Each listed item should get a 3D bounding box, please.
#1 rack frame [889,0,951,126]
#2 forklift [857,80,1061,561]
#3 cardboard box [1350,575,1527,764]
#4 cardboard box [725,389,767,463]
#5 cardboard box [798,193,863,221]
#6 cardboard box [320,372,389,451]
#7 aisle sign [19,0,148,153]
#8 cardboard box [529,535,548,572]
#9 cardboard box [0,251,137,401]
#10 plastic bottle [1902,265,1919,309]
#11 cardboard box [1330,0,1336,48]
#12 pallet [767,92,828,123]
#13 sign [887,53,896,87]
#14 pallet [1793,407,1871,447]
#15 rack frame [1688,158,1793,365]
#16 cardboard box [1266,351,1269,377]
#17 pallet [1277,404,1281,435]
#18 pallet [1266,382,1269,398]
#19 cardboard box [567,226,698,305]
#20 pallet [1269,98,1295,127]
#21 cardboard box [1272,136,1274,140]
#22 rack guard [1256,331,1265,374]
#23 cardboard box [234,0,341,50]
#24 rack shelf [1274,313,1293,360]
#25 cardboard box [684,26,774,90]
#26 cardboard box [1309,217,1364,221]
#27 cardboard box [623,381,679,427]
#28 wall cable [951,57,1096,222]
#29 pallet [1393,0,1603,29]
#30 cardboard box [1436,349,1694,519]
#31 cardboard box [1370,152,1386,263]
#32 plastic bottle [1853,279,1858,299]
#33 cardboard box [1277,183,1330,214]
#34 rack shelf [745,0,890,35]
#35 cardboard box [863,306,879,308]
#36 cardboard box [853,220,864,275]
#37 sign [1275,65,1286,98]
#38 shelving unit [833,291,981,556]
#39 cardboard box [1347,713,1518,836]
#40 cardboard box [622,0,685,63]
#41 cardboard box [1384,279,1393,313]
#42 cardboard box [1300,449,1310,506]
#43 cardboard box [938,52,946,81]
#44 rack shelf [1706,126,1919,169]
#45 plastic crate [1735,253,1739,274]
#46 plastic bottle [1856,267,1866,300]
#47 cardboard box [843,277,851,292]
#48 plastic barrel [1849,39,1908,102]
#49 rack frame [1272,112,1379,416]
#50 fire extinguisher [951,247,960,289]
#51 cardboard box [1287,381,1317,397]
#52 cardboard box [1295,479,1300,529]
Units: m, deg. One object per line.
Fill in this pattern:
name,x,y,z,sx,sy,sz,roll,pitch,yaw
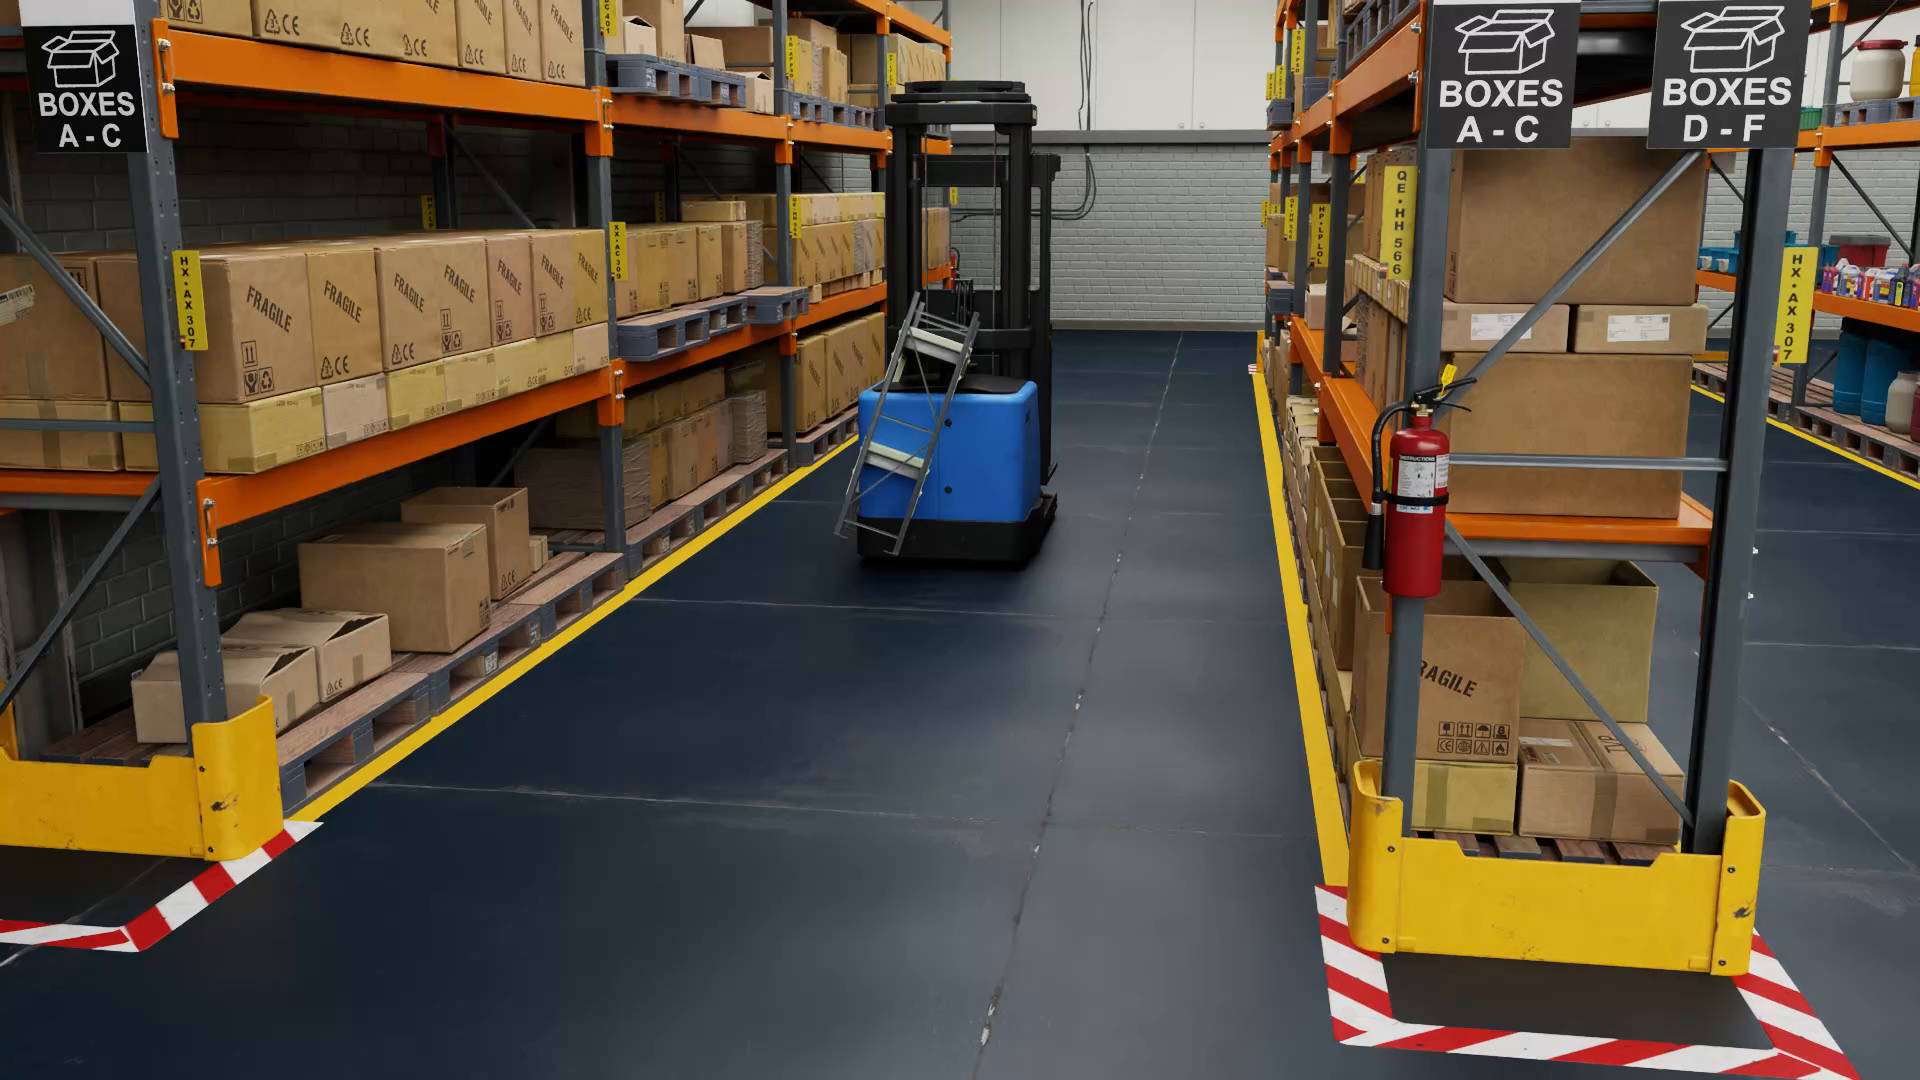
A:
rack frame,-0.616,-6.647,20.475,1.000,3.000,0.127,2,12,9
forklift,0.092,-1.564,11.294,1.130,2.935,3.031,2,12,8
cardboard box,1.607,0.427,5.640,0.500,0.500,0.500,2,12,9
cardboard box,-1.906,-0.890,12.893,0.700,0.500,0.500,2,12,9
cardboard box,-1.217,-3.134,15.646,0.500,0.250,0.500,2,12,10
cardboard box,-2.622,-0.520,6.593,0.500,0.250,0.500,1,12,7
aisle sign,-2.791,-1.630,5.264,0.394,0.787,0.004,2,12,9
cardboard box,-2.514,0.066,9.247,0.380,0.166,0.250,0,12,1
cardboard box,-3.214,-0.791,6.074,0.500,0.500,0.500,2,12,8
plastic bottle,7.825,-2.071,13.602,0.144,0.351,0.185,2,12,9
cardboard box,3.201,-4.090,13.120,0.500,0.500,0.500,2,12,9
pallet,-1.800,-3.558,13.714,1.213,0.211,1.003,2,12,11
sign,-0.694,-4.739,16.768,0.100,0.325,0.005,2,12,9
pallet,8.398,-1.038,15.309,1.003,0.211,1.213,2,12,9
rack frame,9.173,-3.393,19.618,1.000,3.000,0.127,2,12,9
cardboard box,3.587,-1.906,18.057,0.500,0.311,0.500,2,12,9
pallet,3.576,-1.188,16.005,1.003,0.211,1.213,2,12,9
pallet,3.956,-1.756,18.641,1.003,0.211,1.213,2,12,9
cardboard box,-2.186,-1.839,11.125,0.700,0.500,0.500,4,13,16
pallet,3.338,-3.747,14.585,1.213,0.211,1.003,2,12,9
cardboard box,3.949,-4.849,19.608,0.500,0.250,0.500,2,12,9
rack guard,4.268,-2.317,20.556,1.175,0.500,0.348,2,12,9
cardboard box,-2.660,-2.081,6.123,0.500,0.500,0.500,3,12,12
rack shelf,3.356,-1.954,14.646,1.077,0.370,4.000,2,12,9
cardboard box,-1.830,-3.880,13.475,0.700,0.500,0.500,1,12,4
cardboard box,3.453,-2.606,14.732,0.700,0.500,0.500,-1,12,-6
cardboard box,-2.224,-0.930,11.297,0.500,0.250,0.500,2,12,7
wall cable,0.607,-6.295,26.212,3.097,2.526,0.112,2,12,9
pallet,1.953,-1.793,5.284,1.003,0.211,1.213,2,12,9
cardboard box,1.903,-0.369,5.350,0.700,0.500,0.500,2,12,9
cardboard box,2.295,-1.542,7.710,0.700,0.500,0.500,2,12,9
plastic bottle,7.979,-2.239,14.736,0.097,0.201,0.097,0,12,0
cardboard box,3.486,-3.373,16.914,0.500,0.500,0.500,2,12,9
rack shelf,-1.539,-4.851,14.798,1.077,0.370,4.000,2,12,9
cardboard box,-0.958,-2.687,19.741,0.380,0.149,0.250,2,12,9
cardboard box,-1.208,-2.770,15.738,0.500,0.500,0.500,2,12,9
sign,3.127,-4.457,16.206,0.100,0.325,0.005,2,12,9
shelving unit,-0.308,-0.700,10.107,0.431,1.500,0.755,19,4,0
cardboard box,1.609,0.794,5.719,0.500,0.250,0.500,2,12,9
cardboard box,-2.109,-3.305,10.853,0.500,0.500,0.500,1,12,7
cardboard box,1.925,-0.998,6.729,0.380,0.149,0.250,2,12,8
cardboard box,2.287,-0.394,9.899,0.500,0.311,0.500,2,12,10
cardboard box,-0.459,-5.567,19.925,0.500,0.500,0.500,2,12,8
rack shelf,8.866,-4.091,17.446,1.077,0.370,4.000,2,12,9
plastic crate,8.561,-2.963,17.878,0.416,0.233,0.300,2,12,9
plastic bottle,7.943,-2.256,14.618,0.061,0.283,0.133,2,12,9
cardboard box,-1.242,-2.426,15.678,0.380,0.149,0.250,2,12,7
plastic barrel,8.229,-4.197,14.909,0.433,0.535,0.433,0,12,0
rack frame,3.664,-2.722,16.502,1.000,3.000,0.127,2,12,9
fire extinguisher,-0.137,-3.510,21.231,0.296,0.674,0.183,2,12,9
cardboard box,2.961,-1.084,13.794,0.500,0.500,0.500,2,12,11
cardboard box,2.369,-0.225,10.447,0.500,0.250,0.500,2,12,10
